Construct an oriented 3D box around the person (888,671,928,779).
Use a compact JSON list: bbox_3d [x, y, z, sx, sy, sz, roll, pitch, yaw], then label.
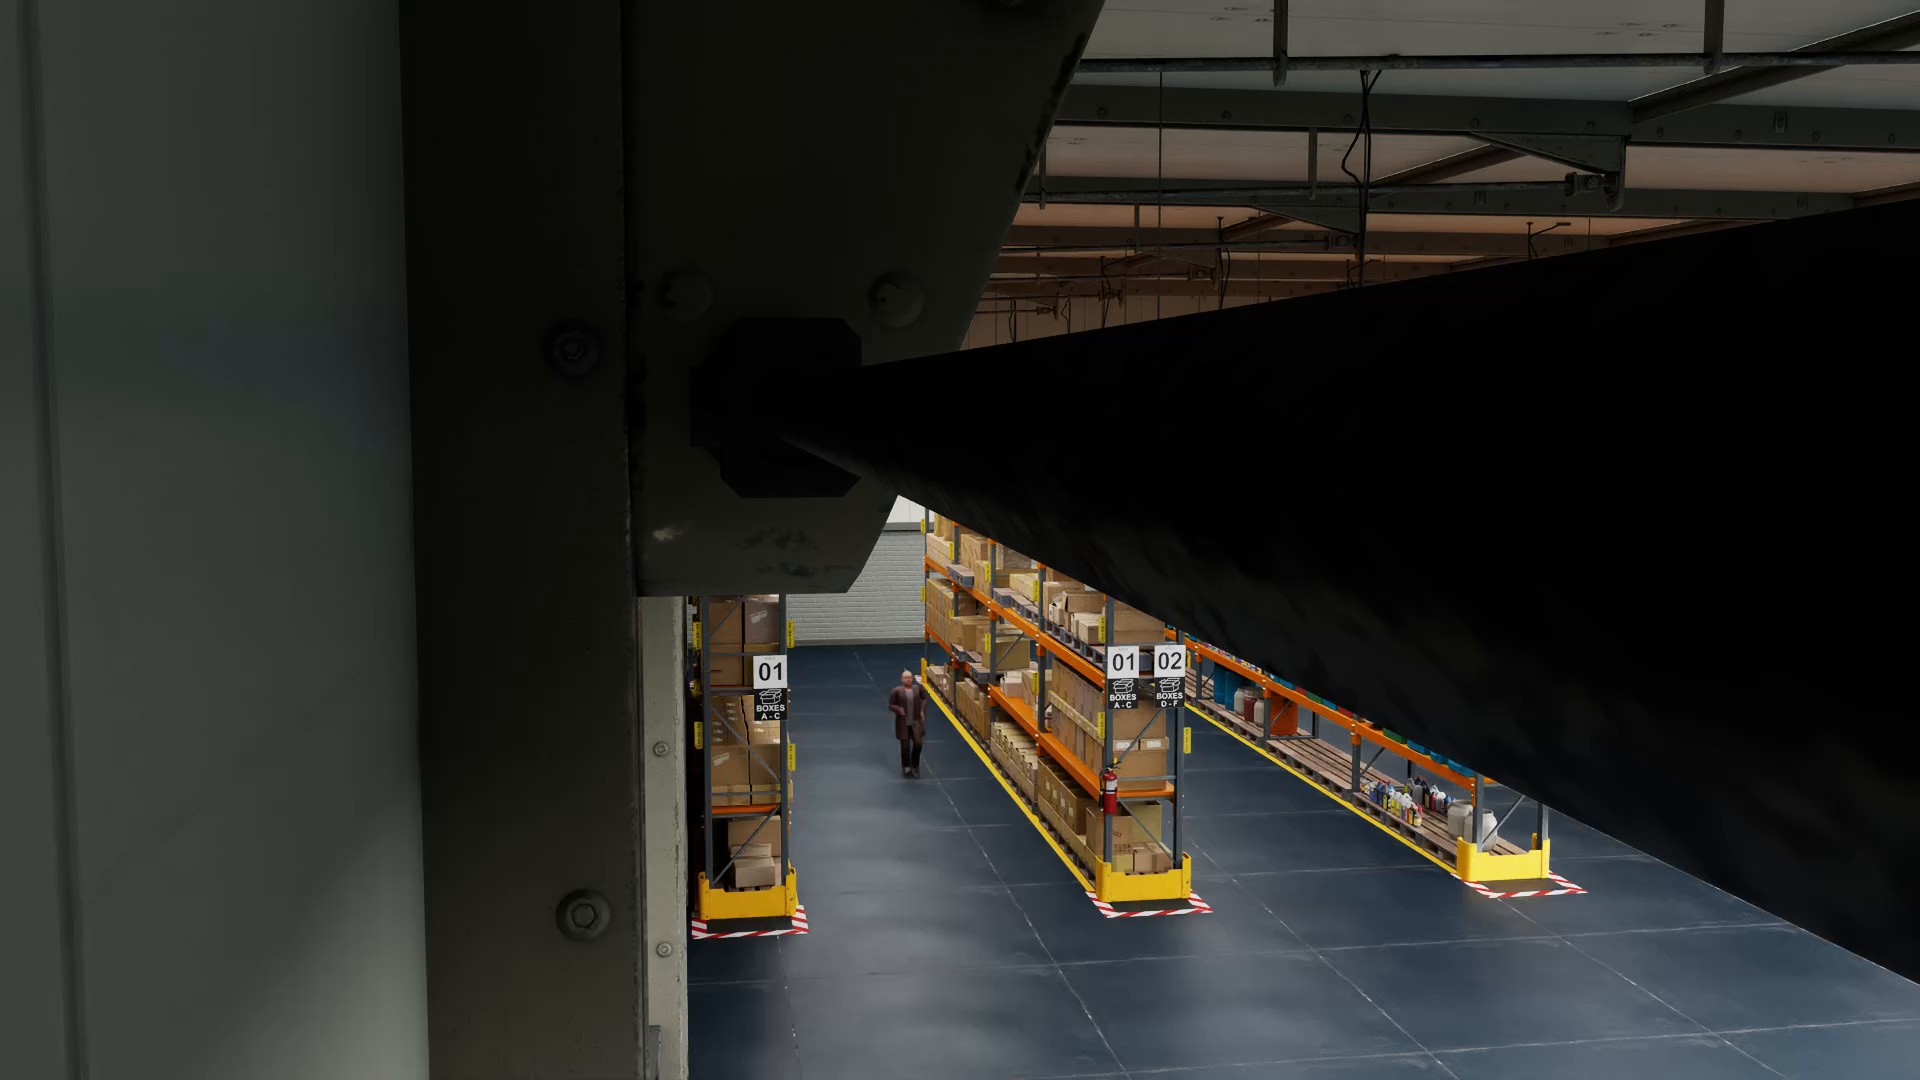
[{"bbox_3d":[-0.836,3.047,27.404,0.681,1.796,0.772,-1,5,-9],"label":"person"}]
